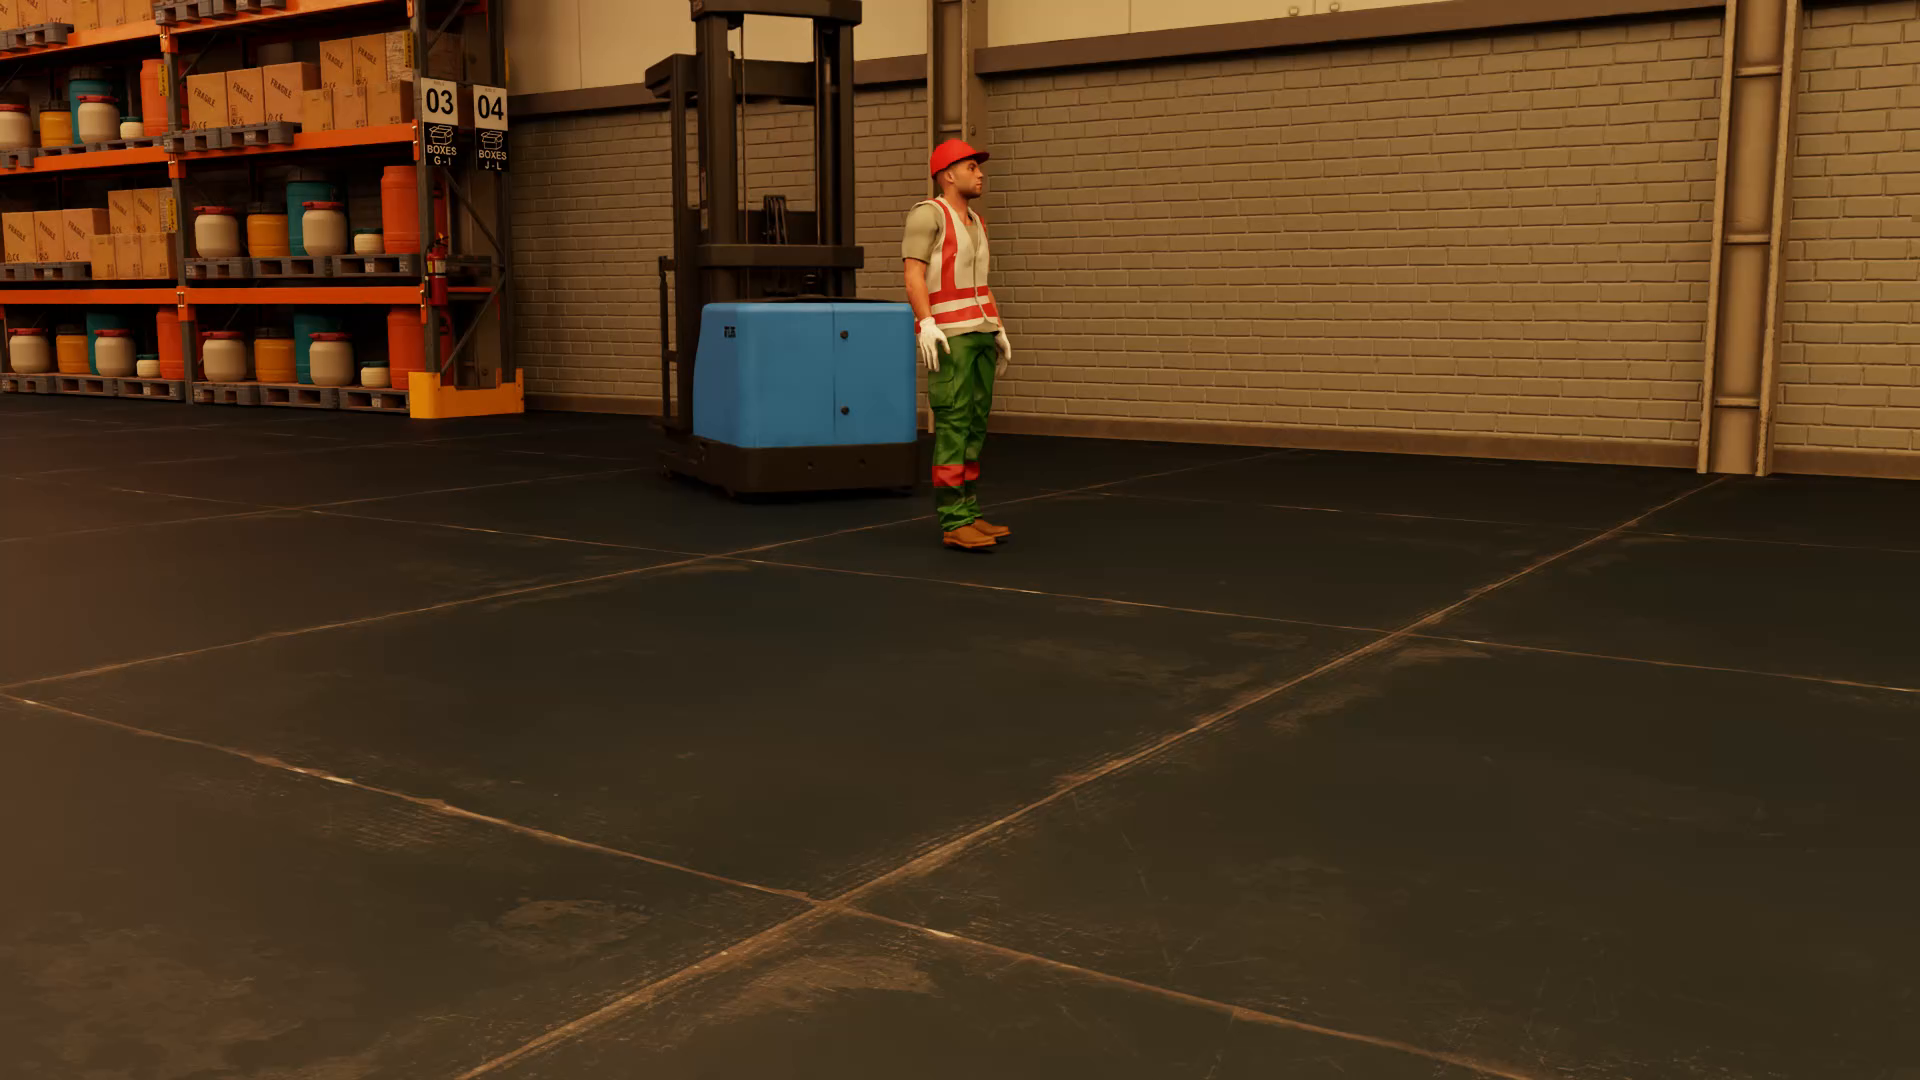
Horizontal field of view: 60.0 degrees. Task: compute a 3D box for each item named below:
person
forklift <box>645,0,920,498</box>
[{"bbox_3d":[0.060,-0.885,7.422,0.562,1.790,0.637,5,10,34],"label":"person"},{"bbox_3d":[-1.274,-1.849,10.196,1.130,2.935,3.031,-3,9,-23],"label":"forklift"}]
